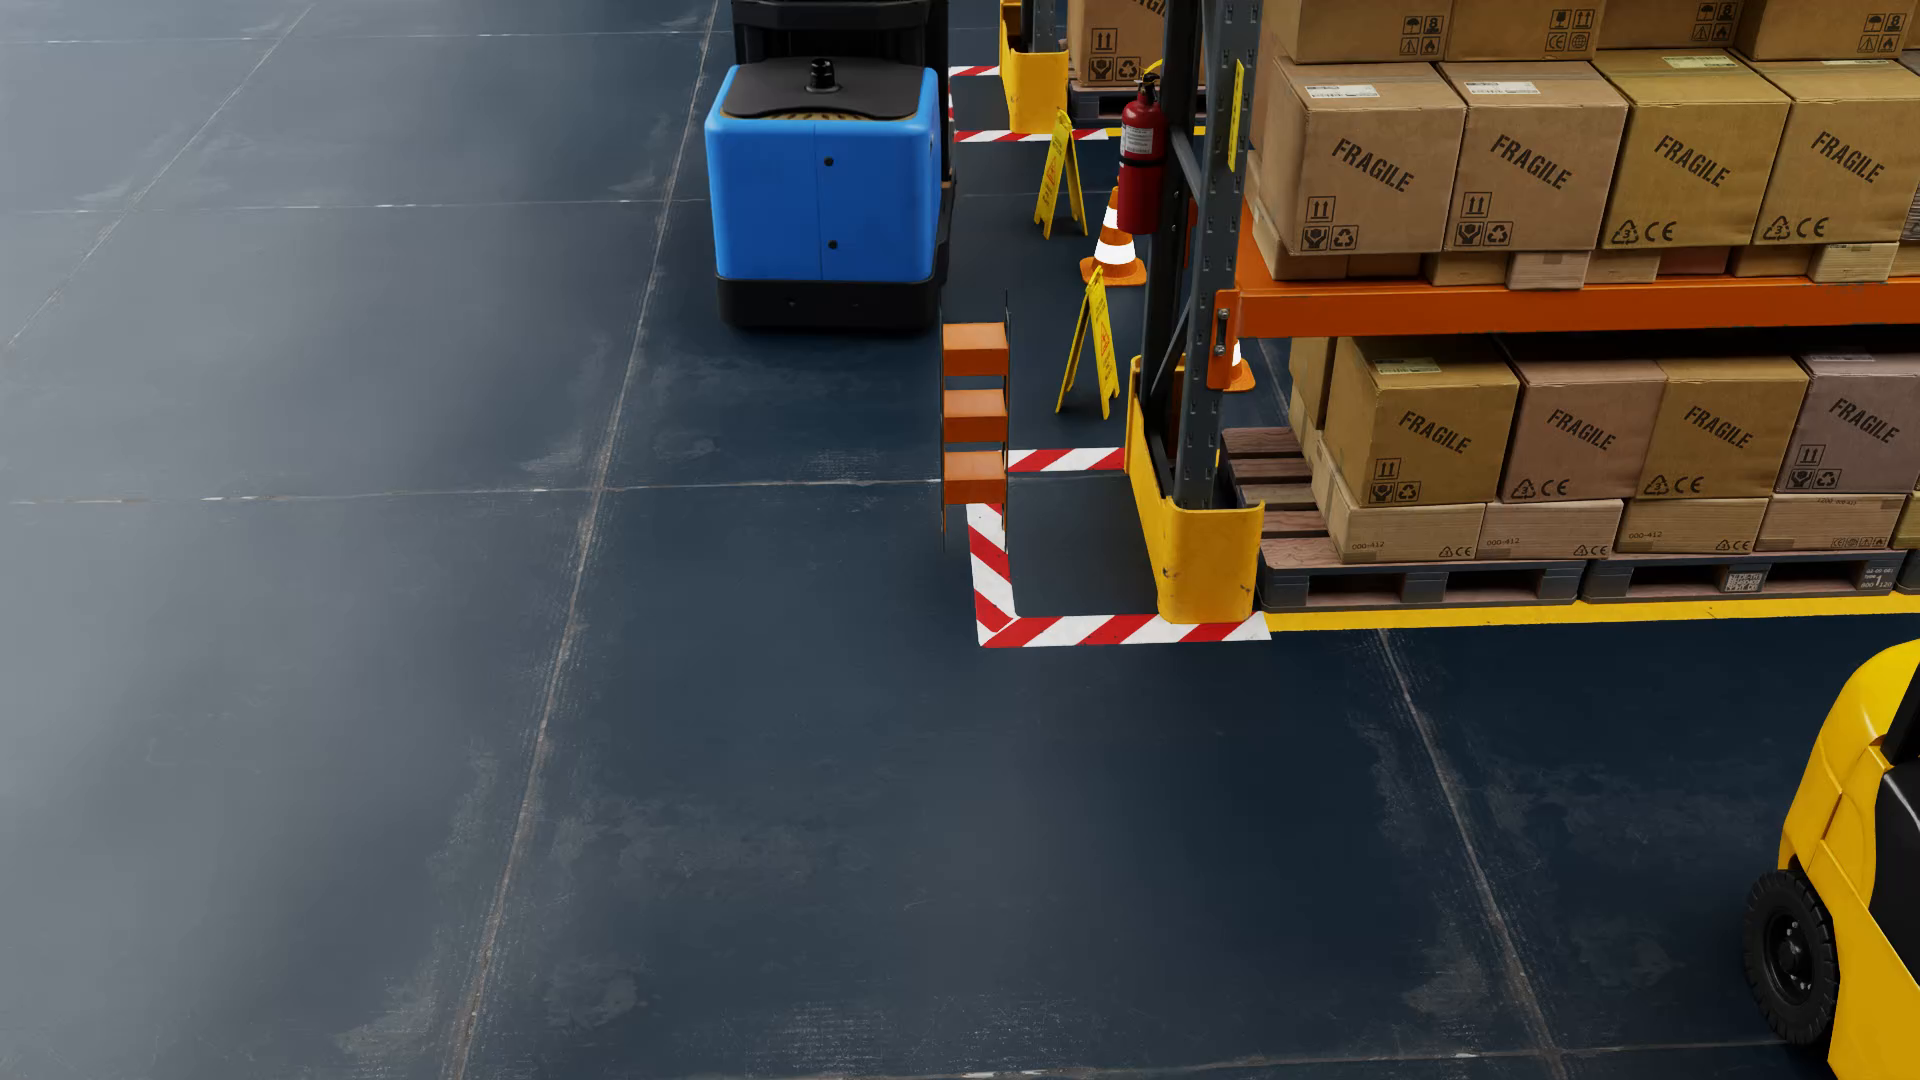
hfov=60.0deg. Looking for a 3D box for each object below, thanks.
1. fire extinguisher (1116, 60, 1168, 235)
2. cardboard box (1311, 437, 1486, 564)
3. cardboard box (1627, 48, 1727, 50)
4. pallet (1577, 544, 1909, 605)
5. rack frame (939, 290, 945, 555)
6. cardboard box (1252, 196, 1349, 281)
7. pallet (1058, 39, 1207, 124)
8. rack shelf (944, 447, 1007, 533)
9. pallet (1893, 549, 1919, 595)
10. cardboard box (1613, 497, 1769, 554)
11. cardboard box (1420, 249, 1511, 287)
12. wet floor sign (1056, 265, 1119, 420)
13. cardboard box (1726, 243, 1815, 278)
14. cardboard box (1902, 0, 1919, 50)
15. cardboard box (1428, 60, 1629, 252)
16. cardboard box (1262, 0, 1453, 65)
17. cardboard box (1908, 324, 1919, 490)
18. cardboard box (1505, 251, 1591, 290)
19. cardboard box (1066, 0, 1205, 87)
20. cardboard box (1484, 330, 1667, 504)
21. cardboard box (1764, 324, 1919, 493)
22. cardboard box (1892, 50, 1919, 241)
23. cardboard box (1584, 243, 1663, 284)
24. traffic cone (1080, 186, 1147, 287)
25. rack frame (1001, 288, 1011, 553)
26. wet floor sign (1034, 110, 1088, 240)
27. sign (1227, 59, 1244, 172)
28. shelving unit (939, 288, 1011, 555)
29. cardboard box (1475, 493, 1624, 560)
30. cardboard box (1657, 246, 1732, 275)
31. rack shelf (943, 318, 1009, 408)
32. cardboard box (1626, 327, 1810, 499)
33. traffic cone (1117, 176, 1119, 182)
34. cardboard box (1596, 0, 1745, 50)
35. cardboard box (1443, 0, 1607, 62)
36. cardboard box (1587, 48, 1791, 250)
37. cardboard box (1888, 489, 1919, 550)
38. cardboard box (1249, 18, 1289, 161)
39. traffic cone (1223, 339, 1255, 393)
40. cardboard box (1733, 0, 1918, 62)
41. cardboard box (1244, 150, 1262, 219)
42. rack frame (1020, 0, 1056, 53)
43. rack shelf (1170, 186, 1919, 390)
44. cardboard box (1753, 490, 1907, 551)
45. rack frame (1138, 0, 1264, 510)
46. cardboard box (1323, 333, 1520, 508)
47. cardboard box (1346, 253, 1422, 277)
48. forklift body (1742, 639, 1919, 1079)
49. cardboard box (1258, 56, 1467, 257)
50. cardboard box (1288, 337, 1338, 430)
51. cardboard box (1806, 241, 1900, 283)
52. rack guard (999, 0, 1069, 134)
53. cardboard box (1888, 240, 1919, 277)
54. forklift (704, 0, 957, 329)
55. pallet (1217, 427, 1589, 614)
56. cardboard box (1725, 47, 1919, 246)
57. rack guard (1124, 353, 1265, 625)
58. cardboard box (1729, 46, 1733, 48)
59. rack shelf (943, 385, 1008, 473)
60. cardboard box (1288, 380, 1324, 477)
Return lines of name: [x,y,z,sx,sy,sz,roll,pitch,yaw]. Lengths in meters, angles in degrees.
fire extinguisher: [0.683,-1.481,6.193,0.183,0.674,0.296,-2,35,-2]
cardboard box: [1.638,-0.160,6.264,0.500,0.250,0.500,-2,35,-3]
cardboard box: [2.349,-1.611,5.963,0.500,0.500,0.500,-2,35,-2]
pallet: [2.924,-0.142,6.641,1.213,0.211,1.003,-2,35,-2]
rack frame: [-0.069,-0.430,6.320,0.008,1.050,0.200,-2,35,-2]
cardboard box: [1.168,-1.042,5.711,0.250,0.149,0.380,-1,35,-2]
pallet: [1.279,-2.984,10.747,1.213,0.211,1.003,-2,35,-2]
rack shelf: [0.053,-0.196,6.488,0.240,0.259,0.215,-2,35,-2]
pallet: [4.146,-0.177,6.691,1.213,0.211,1.003,-2,35,-2]
cardboard box: [2.693,-0.192,6.309,0.500,0.250,0.500,1,35,1]
cardboard box: [1.689,-1.018,5.677,0.250,0.149,0.380,-3,35,-4]
wet floor sign: [0.579,-0.889,7.338,0.232,0.644,0.267,10,36,14]
cardboard box: [2.727,-1.056,5.732,0.250,0.149,0.380,-2,35,-3]
cardboard box: [3.351,-2.048,5.716,0.500,0.500,0.700,-2,35,-3]
cardboard box: [1.823,-1.288,5.497,0.500,0.500,0.500,-1,35,-1]
cardboard box: [1.319,-1.966,5.598,0.500,0.500,0.700,-2,35,-3]
cardboard box: [3.729,-0.529,6.137,0.500,0.500,0.500,-1,35,-1]
cardboard box: [1.944,-0.999,5.649,0.250,0.149,0.380,-1,35,-1]
cardboard box: [1.158,-3.420,10.424,0.875,0.875,0.875,-1,35,-2]
cardboard box: [2.184,-0.486,6.076,0.500,0.500,0.500,-3,35,-4]
cardboard box: [3.219,-0.514,6.116,0.500,0.500,0.500,0,35,0]
cardboard box: [3.351,-1.337,5.568,0.500,0.500,0.500,-1,35,-1]
cardboard box: [2.201,-1.025,5.686,0.250,0.149,0.380,-1,35,-1]
traffic cone: [0.796,-1.577,8.493,0.334,0.463,0.336,-2,35,-2]
rack frame: [0.175,-0.436,6.329,0.008,1.050,0.200,-2,35,-2]
wet floor sign: [0.549,-1.970,8.901,0.232,0.644,0.267,-7,35,-10]
sign: [0.845,-1.301,5.105,0.005,0.325,0.100,-2,35,-2]
shelving unit: [0.053,-0.433,6.324,0.252,1.050,0.215,-2,35,-2]
cardboard box: [2.148,-0.170,6.278,0.500,0.250,0.500,0,35,-1]
cardboard box: [2.462,-1.066,5.746,0.250,0.149,0.380,0,35,-1]
rack shelf: [0.053,-0.658,6.169,0.240,0.259,0.215,-2,35,-2]
cardboard box: [2.685,-0.495,6.089,0.500,0.500,0.500,-1,35,-1]
traffic cone: [1.082,-2.229,9.435,0.334,0.463,0.336,-2,35,-2]
cardboard box: [2.330,-2.048,5.716,0.500,0.500,0.700,-2,35,-3]
cardboard box: [1.825,-1.975,5.612,0.500,0.500,0.700,-1,35,-2]
cardboard box: [2.332,-1.302,5.518,0.500,0.500,0.500,-2,35,-3]
cardboard box: [3.705,-0.215,6.343,0.500,0.250,0.500,-2,35,-3]
cardboard box: [1.348,-1.588,5.931,0.500,0.500,0.500,-2,35,-3]
traffic cone: [1.188,-0.955,7.595,0.334,0.463,0.336,-2,35,-2]
cardboard box: [2.834,-1.982,5.621,0.500,0.500,0.700,-2,35,-3]
cardboard box: [1.183,-1.282,6.058,0.250,0.149,0.380,0,35,-1]
rack frame: [0.484,-4.065,9.858,0.127,3.000,1.000,-2,35,-2]
rack shelf: [2.817,-1.012,6.079,4.000,0.370,1.077,-2,35,-2]
cardboard box: [3.197,-0.204,6.327,0.500,0.250,0.500,-1,35,-1]
rack frame: [0.819,-1.254,5.797,0.127,3.000,1.000,-2,35,-2]
cardboard box: [1.662,-0.470,6.052,0.500,0.500,0.500,-3,35,-4]
cardboard box: [1.420,-1.057,5.733,0.250,0.149,0.380,-1,35,-2]
forklift body: [2.866,0.829,3.534,1.214,2.155,2.313,-2,35,-2]
cardboard box: [1.305,-1.272,5.474,0.500,0.500,0.500,-2,35,-3]
cardboard box: [1.607,-0.774,6.492,0.500,0.500,0.500,-1,35,-2]
cardboard box: [2.981,-1.030,5.694,0.250,0.149,0.380,-1,35,-2]
rack guard: [0.460,-3.036,10.569,0.348,0.500,1.175,-2,35,-2]
cardboard box: [3.236,-1.057,5.733,0.250,0.149,0.380,-2,35,-3]
forklift: [-0.590,-3.026,8.418,1.130,2.935,3.031,1,35,2]
pallet: [1.708,-0.111,6.596,1.213,0.211,1.003,-2,35,-2]
cardboard box: [2.839,-1.321,5.544,0.500,0.500,0.500,-2,35,-3]
rack guard: [0.895,-0.228,6.511,0.348,0.500,1.175,-2,35,-2]
cardboard box: [2.856,-1.614,5.968,0.500,0.500,0.500,-1,35,-2]
rack shelf: [0.053,-0.424,6.330,0.240,0.259,0.215,-2,35,-2]
cardboard box: [1.638,-0.471,6.713,0.500,0.250,0.500,-2,35,-2]
